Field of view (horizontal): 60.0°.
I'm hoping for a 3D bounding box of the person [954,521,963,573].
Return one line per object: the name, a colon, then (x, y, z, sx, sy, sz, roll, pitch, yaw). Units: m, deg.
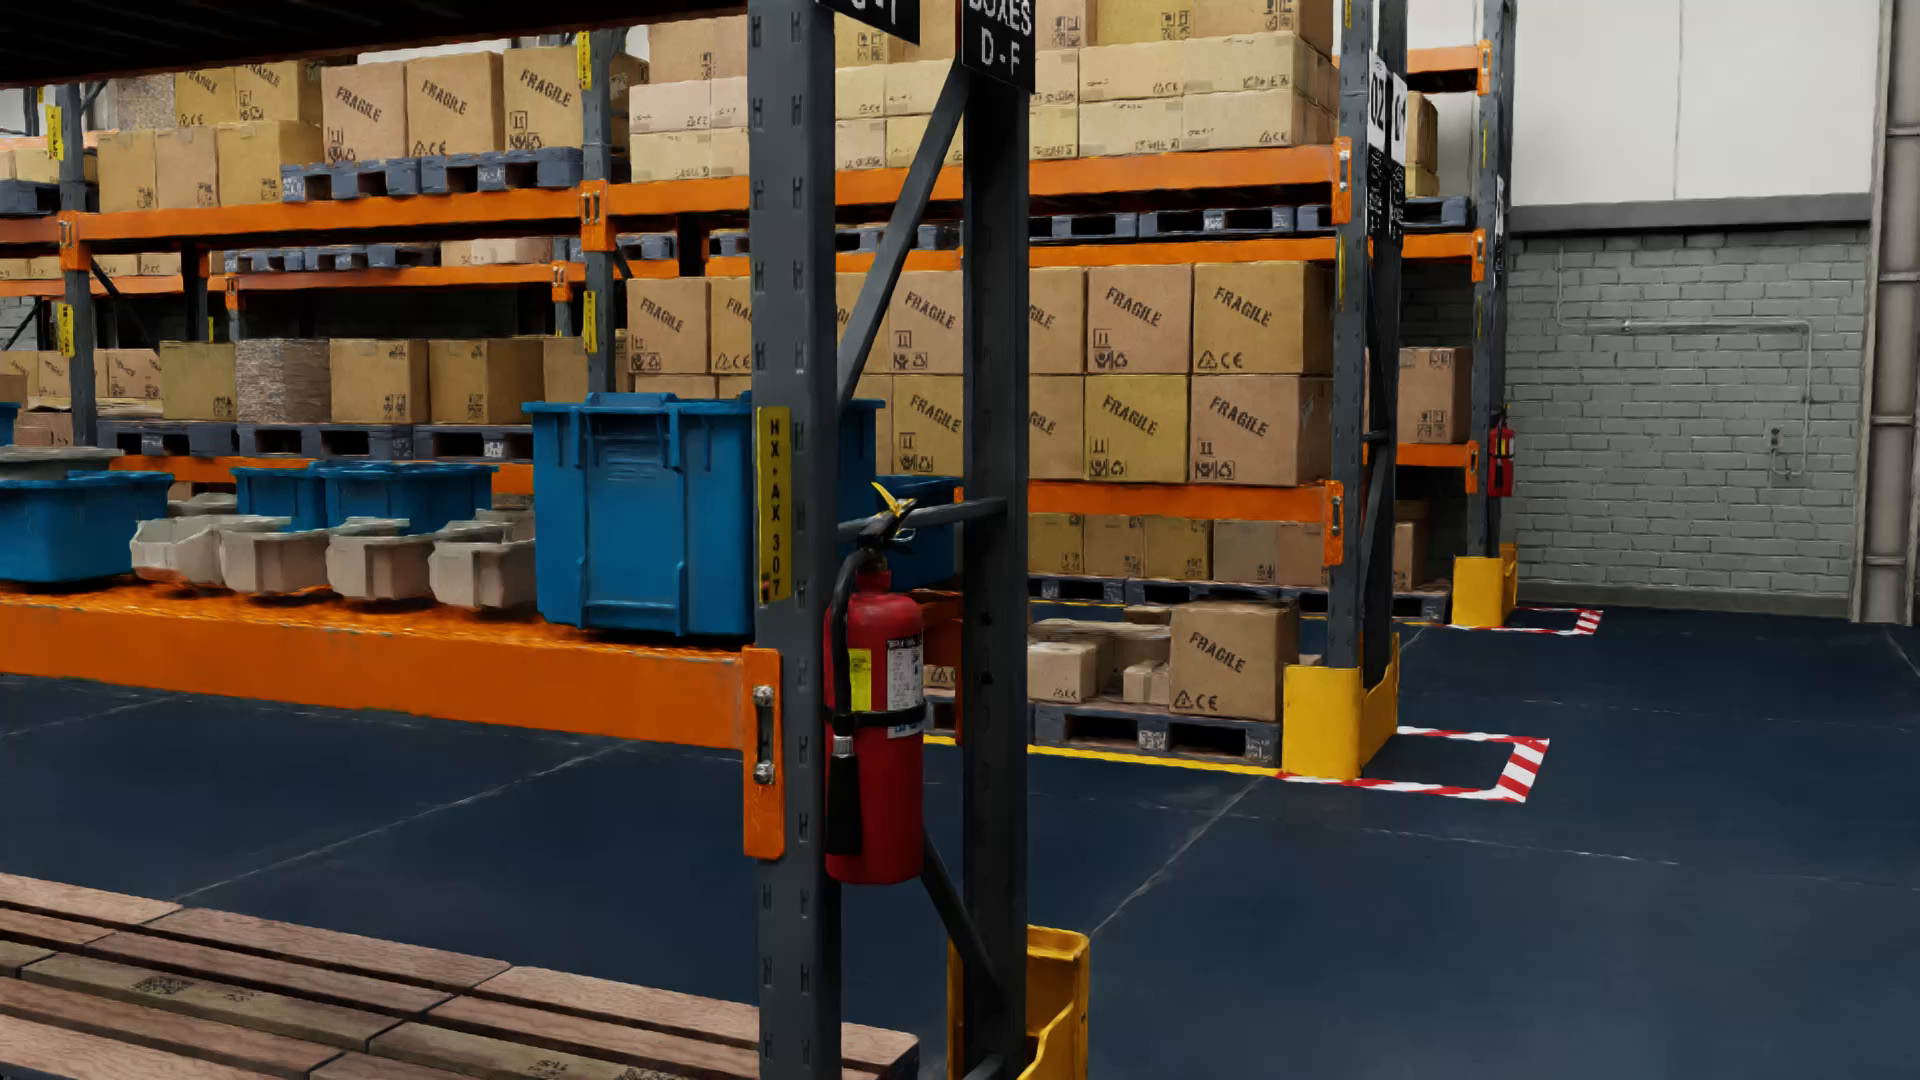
person: (0.124, -0.087, 10.416, 0.643, 1.666, 0.561, 3, 6, 26)
